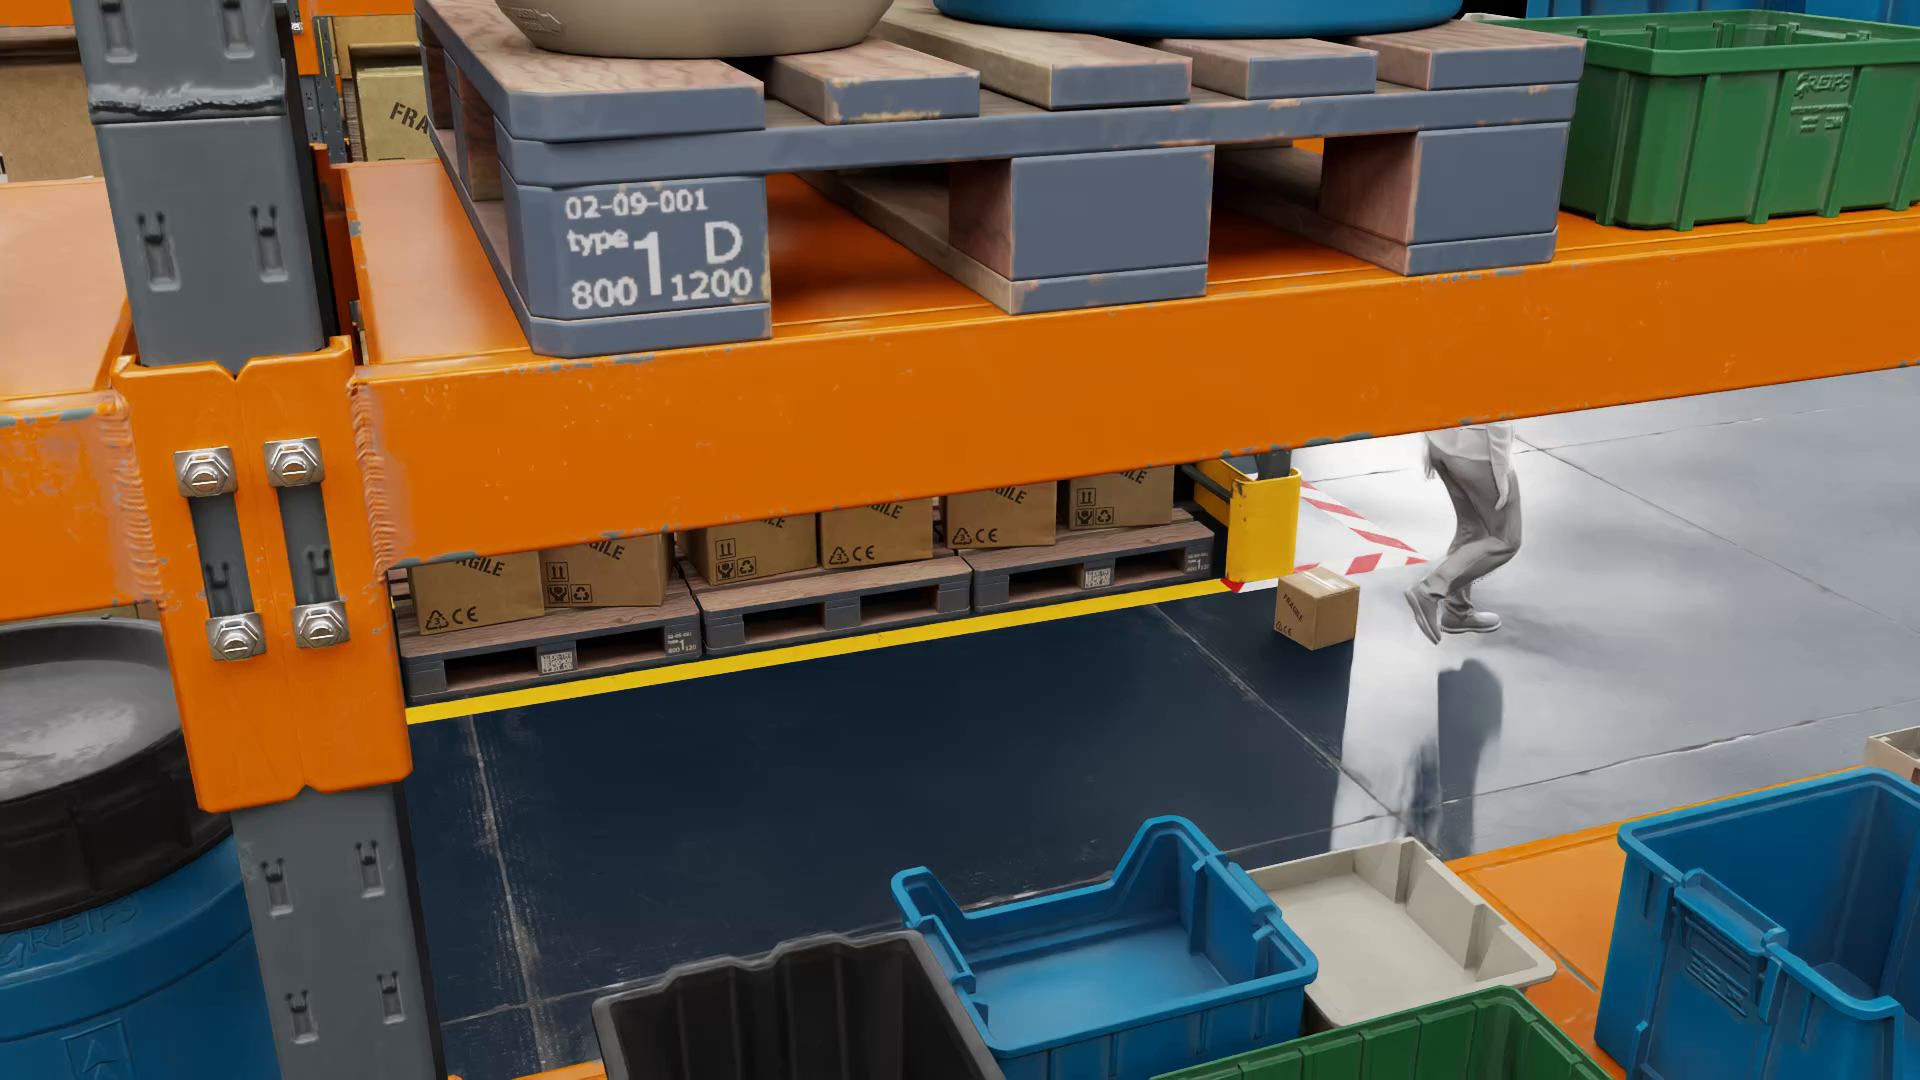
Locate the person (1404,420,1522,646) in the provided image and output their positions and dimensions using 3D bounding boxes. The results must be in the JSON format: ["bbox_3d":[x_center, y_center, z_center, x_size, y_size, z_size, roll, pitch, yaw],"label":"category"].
[{"bbox_3d":[2.095,-0.361,6.869,0.553,1.669,0.501,-6,24,-15],"label":"person"}]
